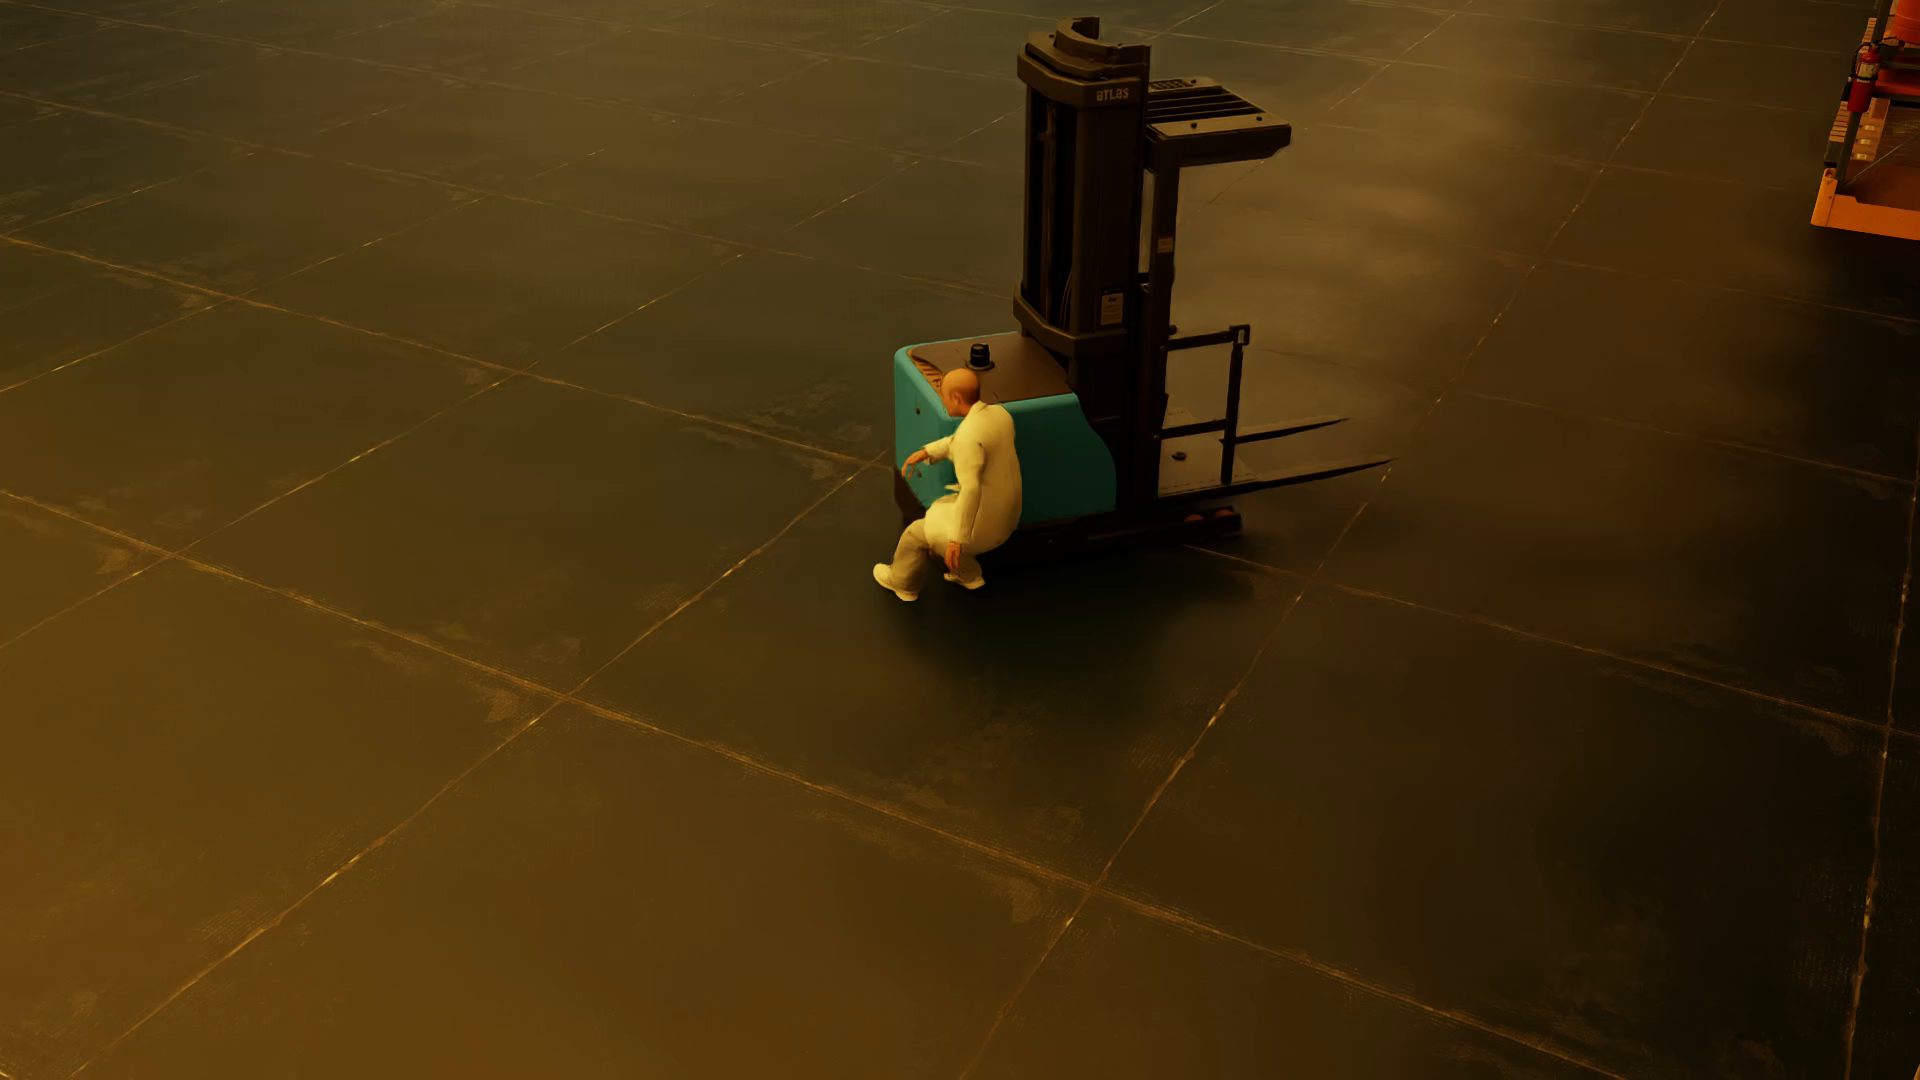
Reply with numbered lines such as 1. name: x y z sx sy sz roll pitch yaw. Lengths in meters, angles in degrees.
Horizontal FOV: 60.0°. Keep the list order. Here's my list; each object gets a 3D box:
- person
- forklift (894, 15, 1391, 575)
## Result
1. person: -0.149 -0.200 8.944 0.962 1.539 0.950 13 33 22
2. forklift: 1.170 -1.494 9.660 3.031 2.935 1.130 -10 31 -16
